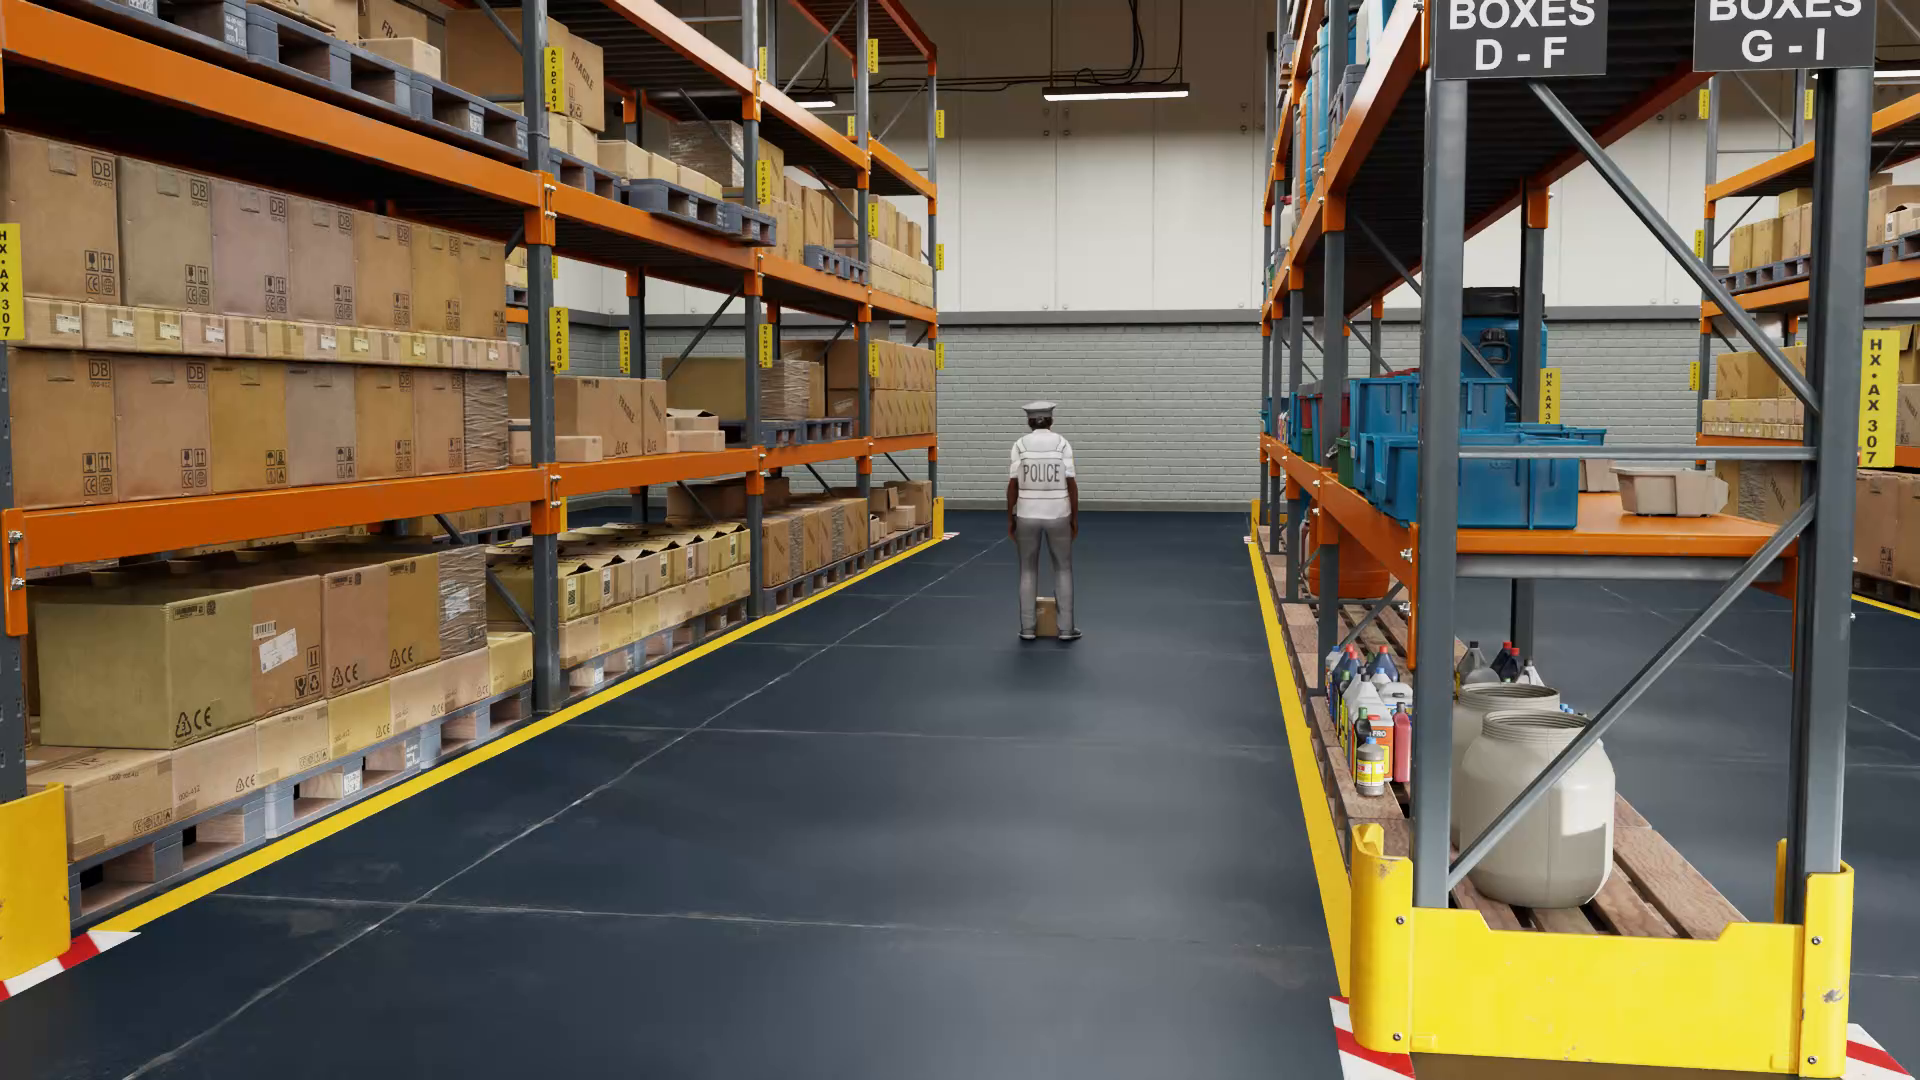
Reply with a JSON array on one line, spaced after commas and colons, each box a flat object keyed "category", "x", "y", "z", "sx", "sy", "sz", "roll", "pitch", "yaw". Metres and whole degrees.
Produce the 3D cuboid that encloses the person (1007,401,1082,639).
[{"category": "person", "x": 0.590, "y": -0.135, "z": 11.593, "sx": 0.527, "sy": 1.658, "sz": 0.396, "roll": 0, "pitch": 5, "yaw": 5}]
